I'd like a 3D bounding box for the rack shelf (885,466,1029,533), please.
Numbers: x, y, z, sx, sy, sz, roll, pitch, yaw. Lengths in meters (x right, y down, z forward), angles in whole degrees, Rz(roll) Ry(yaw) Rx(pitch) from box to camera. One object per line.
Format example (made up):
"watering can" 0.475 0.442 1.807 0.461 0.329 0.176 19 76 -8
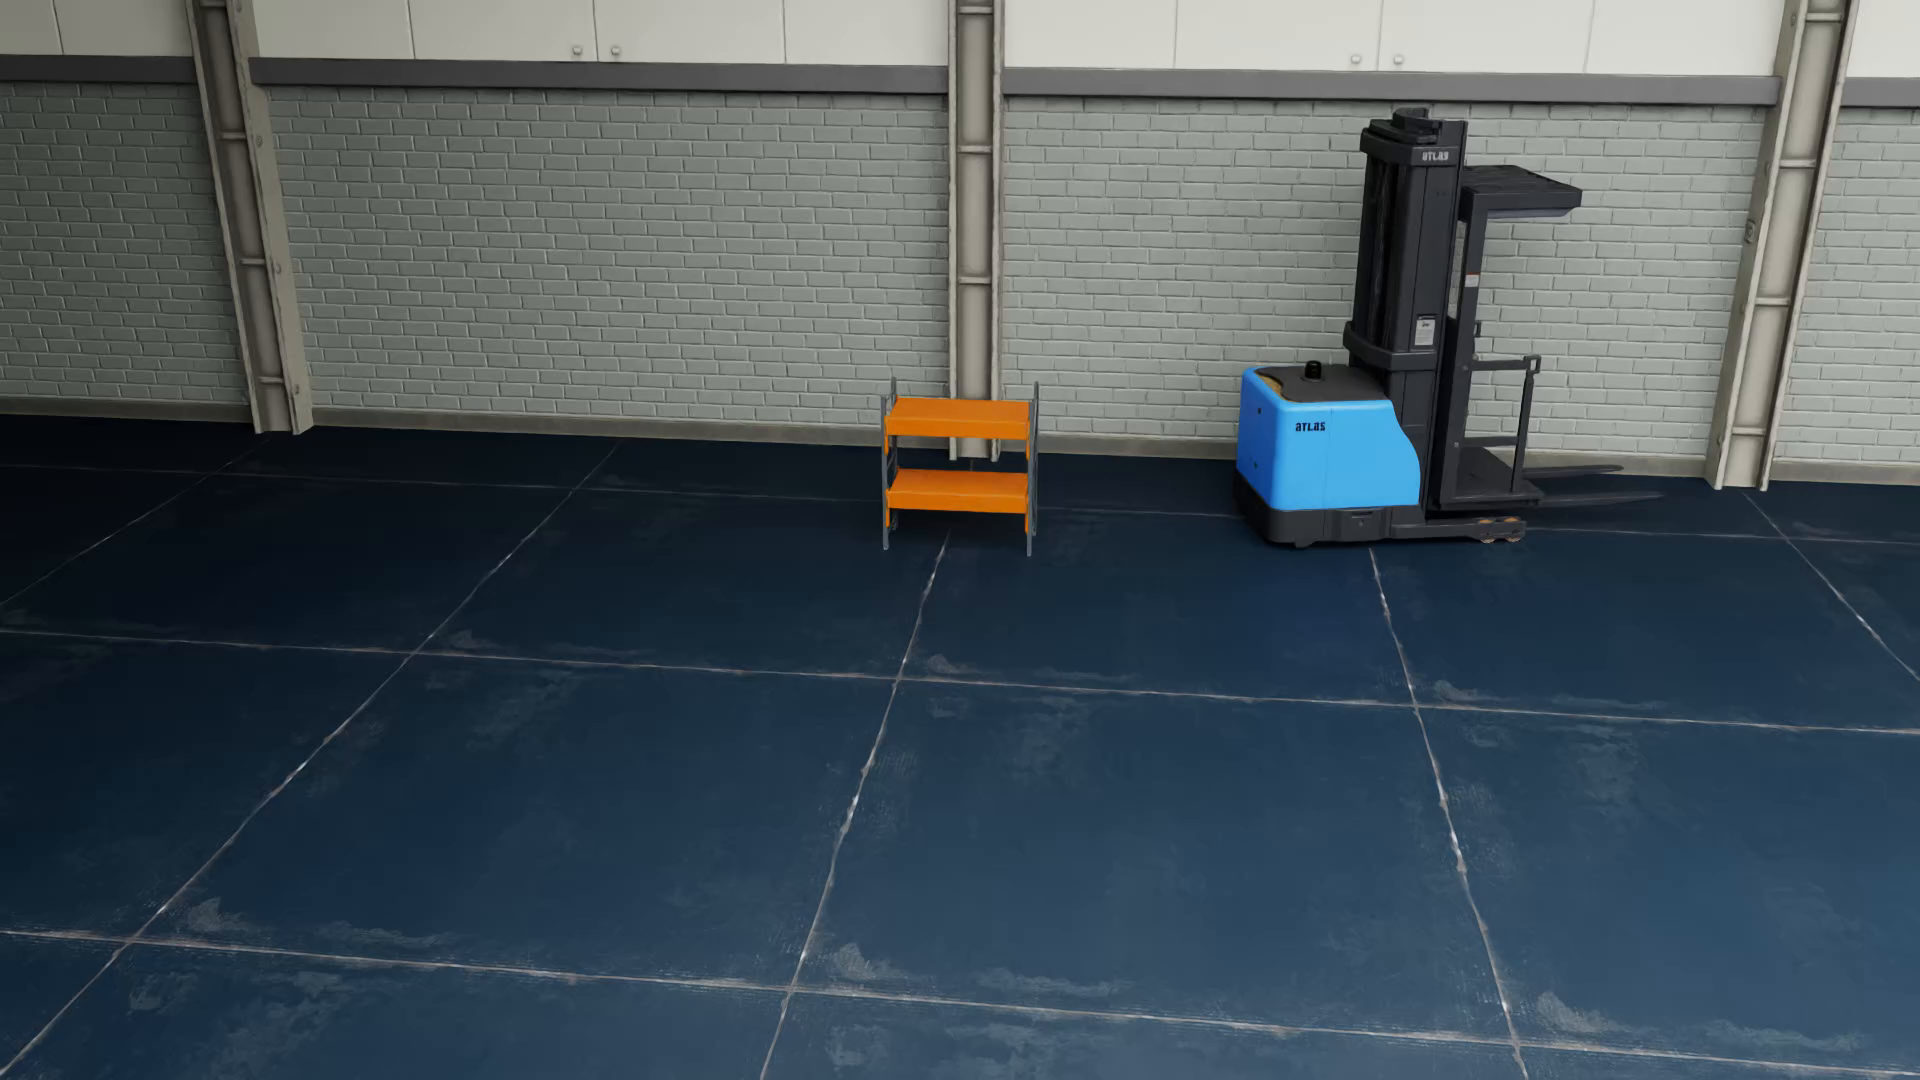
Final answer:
"rack shelf" 0.007 -0.295 11.822 1.000 0.278 0.538 2 22 6

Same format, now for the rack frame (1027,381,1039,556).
"rack frame" 0.512 -0.501 11.677 0.032 1.125 0.500 2 22 6

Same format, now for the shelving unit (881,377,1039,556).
"shelving unit" 0.007 -0.523 11.732 1.048 1.125 0.538 2 22 6

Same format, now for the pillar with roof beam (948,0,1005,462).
"pillar with roof beam" -0.381 -3.316 8.089 0.400 9.000 9.100 2 22 6

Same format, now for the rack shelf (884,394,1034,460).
"rack shelf" 0.007 -0.795 11.625 1.000 0.278 0.538 2 22 6

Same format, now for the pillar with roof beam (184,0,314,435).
"pillar with roof beam" -6.339 -3.576 8.745 0.400 9.000 9.100 2 22 6

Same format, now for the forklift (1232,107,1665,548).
"forklift" 3.615 -1.533 11.830 3.031 2.935 1.130 -3 22 -7

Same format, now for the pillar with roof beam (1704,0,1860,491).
"pillar with roof beam" 5.577 -3.057 7.432 0.400 9.000 9.100 2 22 6

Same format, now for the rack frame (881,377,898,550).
"rack frame" -0.498 -0.545 11.788 0.032 1.125 0.500 2 22 6
